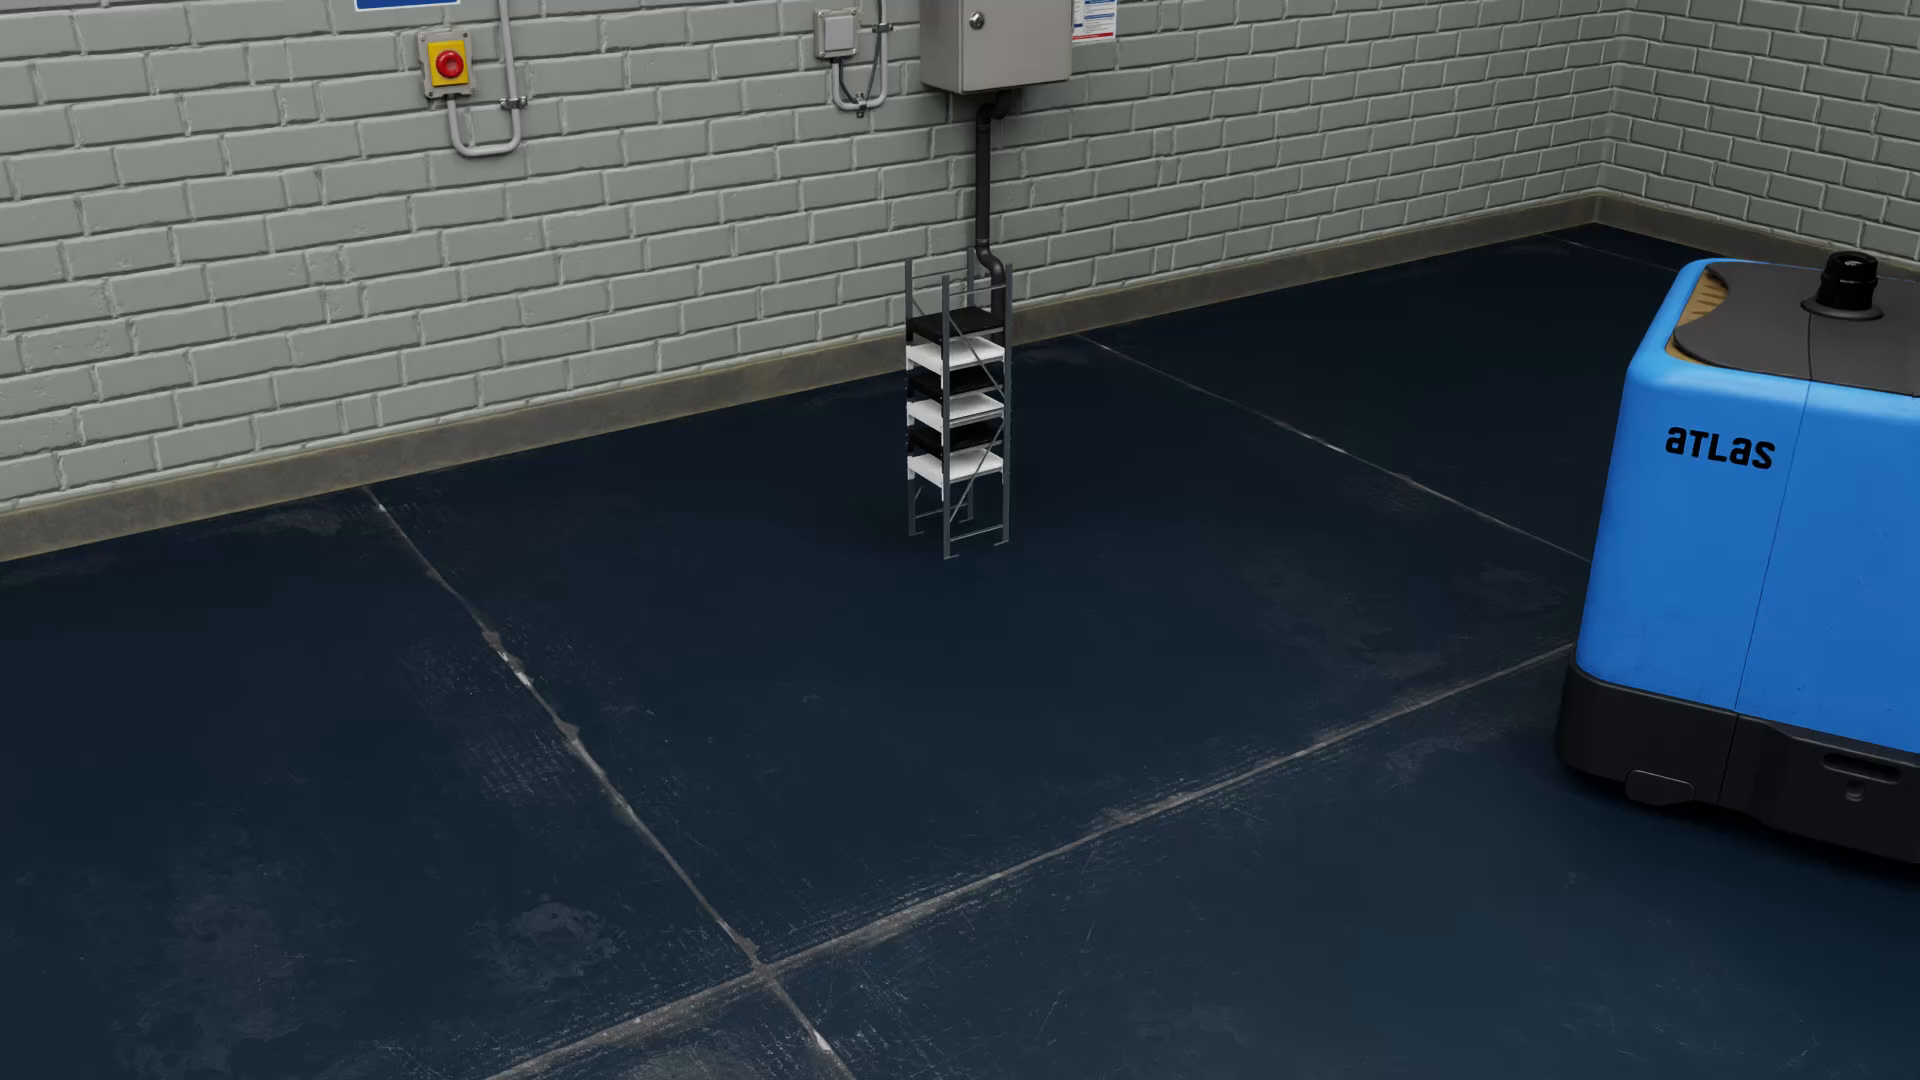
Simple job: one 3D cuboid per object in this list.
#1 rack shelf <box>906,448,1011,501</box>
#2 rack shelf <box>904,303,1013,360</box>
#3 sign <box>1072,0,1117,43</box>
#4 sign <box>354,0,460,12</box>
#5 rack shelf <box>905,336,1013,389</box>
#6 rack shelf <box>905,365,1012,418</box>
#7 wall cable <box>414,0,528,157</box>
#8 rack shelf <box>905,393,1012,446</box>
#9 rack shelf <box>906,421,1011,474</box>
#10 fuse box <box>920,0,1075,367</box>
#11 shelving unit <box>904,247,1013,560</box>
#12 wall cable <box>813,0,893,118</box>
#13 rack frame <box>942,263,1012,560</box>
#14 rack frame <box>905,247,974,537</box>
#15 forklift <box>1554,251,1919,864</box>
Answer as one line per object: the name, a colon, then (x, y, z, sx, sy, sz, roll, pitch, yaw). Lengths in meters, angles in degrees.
rack shelf: (-0.004, -0.217, 5.155, 0.258, 0.077, 0.200, -16, 29, -30)
rack shelf: (-0.004, -0.624, 4.963, 0.258, 0.077, 0.200, -16, 29, -30)
sign: (0.491, -2.213, 6.536, 0.329, 0.494, 0.001, -16, 29, -30)
sign: (-1.724, -1.763, 5.153, 0.327, 0.218, 0.001, -16, 29, -30)
rack shelf: (-0.004, -0.542, 5.001, 0.258, 0.077, 0.200, -16, 29, -30)
rack shelf: (-0.004, -0.461, 5.040, 0.258, 0.077, 0.200, -16, 29, -30)
wall cable: (-1.650, -2.103, 4.965, 0.585, 1.953, 0.123, -16, 29, -30)
rack shelf: (-0.004, -0.380, 5.078, 0.258, 0.077, 0.200, -16, 29, -30)
rack shelf: (-0.004, -0.298, 5.117, 0.258, 0.077, 0.200, -16, 29, -30)
fuse box: (0.190, -1.484, 6.390, 0.539, 1.711, 0.414, -16, 29, -30)
shelving unit: (-0.004, -0.410, 5.064, 0.258, 0.900, 0.210, -16, 29, -30)
wall cable: (-0.468, -2.424, 5.681, 0.588, 1.984, 0.122, -16, 29, -30)
rack frame: (0.051, -0.373, 4.987, 0.240, 0.900, 0.006, -16, 29, -30)
rack frame: (-0.060, -0.446, 5.141, 0.240, 0.900, 0.006, -16, 29, -30)
forklift: (2.976, -0.619, 3.127, 3.031, 2.935, 1.130, 13, 28, 26)
